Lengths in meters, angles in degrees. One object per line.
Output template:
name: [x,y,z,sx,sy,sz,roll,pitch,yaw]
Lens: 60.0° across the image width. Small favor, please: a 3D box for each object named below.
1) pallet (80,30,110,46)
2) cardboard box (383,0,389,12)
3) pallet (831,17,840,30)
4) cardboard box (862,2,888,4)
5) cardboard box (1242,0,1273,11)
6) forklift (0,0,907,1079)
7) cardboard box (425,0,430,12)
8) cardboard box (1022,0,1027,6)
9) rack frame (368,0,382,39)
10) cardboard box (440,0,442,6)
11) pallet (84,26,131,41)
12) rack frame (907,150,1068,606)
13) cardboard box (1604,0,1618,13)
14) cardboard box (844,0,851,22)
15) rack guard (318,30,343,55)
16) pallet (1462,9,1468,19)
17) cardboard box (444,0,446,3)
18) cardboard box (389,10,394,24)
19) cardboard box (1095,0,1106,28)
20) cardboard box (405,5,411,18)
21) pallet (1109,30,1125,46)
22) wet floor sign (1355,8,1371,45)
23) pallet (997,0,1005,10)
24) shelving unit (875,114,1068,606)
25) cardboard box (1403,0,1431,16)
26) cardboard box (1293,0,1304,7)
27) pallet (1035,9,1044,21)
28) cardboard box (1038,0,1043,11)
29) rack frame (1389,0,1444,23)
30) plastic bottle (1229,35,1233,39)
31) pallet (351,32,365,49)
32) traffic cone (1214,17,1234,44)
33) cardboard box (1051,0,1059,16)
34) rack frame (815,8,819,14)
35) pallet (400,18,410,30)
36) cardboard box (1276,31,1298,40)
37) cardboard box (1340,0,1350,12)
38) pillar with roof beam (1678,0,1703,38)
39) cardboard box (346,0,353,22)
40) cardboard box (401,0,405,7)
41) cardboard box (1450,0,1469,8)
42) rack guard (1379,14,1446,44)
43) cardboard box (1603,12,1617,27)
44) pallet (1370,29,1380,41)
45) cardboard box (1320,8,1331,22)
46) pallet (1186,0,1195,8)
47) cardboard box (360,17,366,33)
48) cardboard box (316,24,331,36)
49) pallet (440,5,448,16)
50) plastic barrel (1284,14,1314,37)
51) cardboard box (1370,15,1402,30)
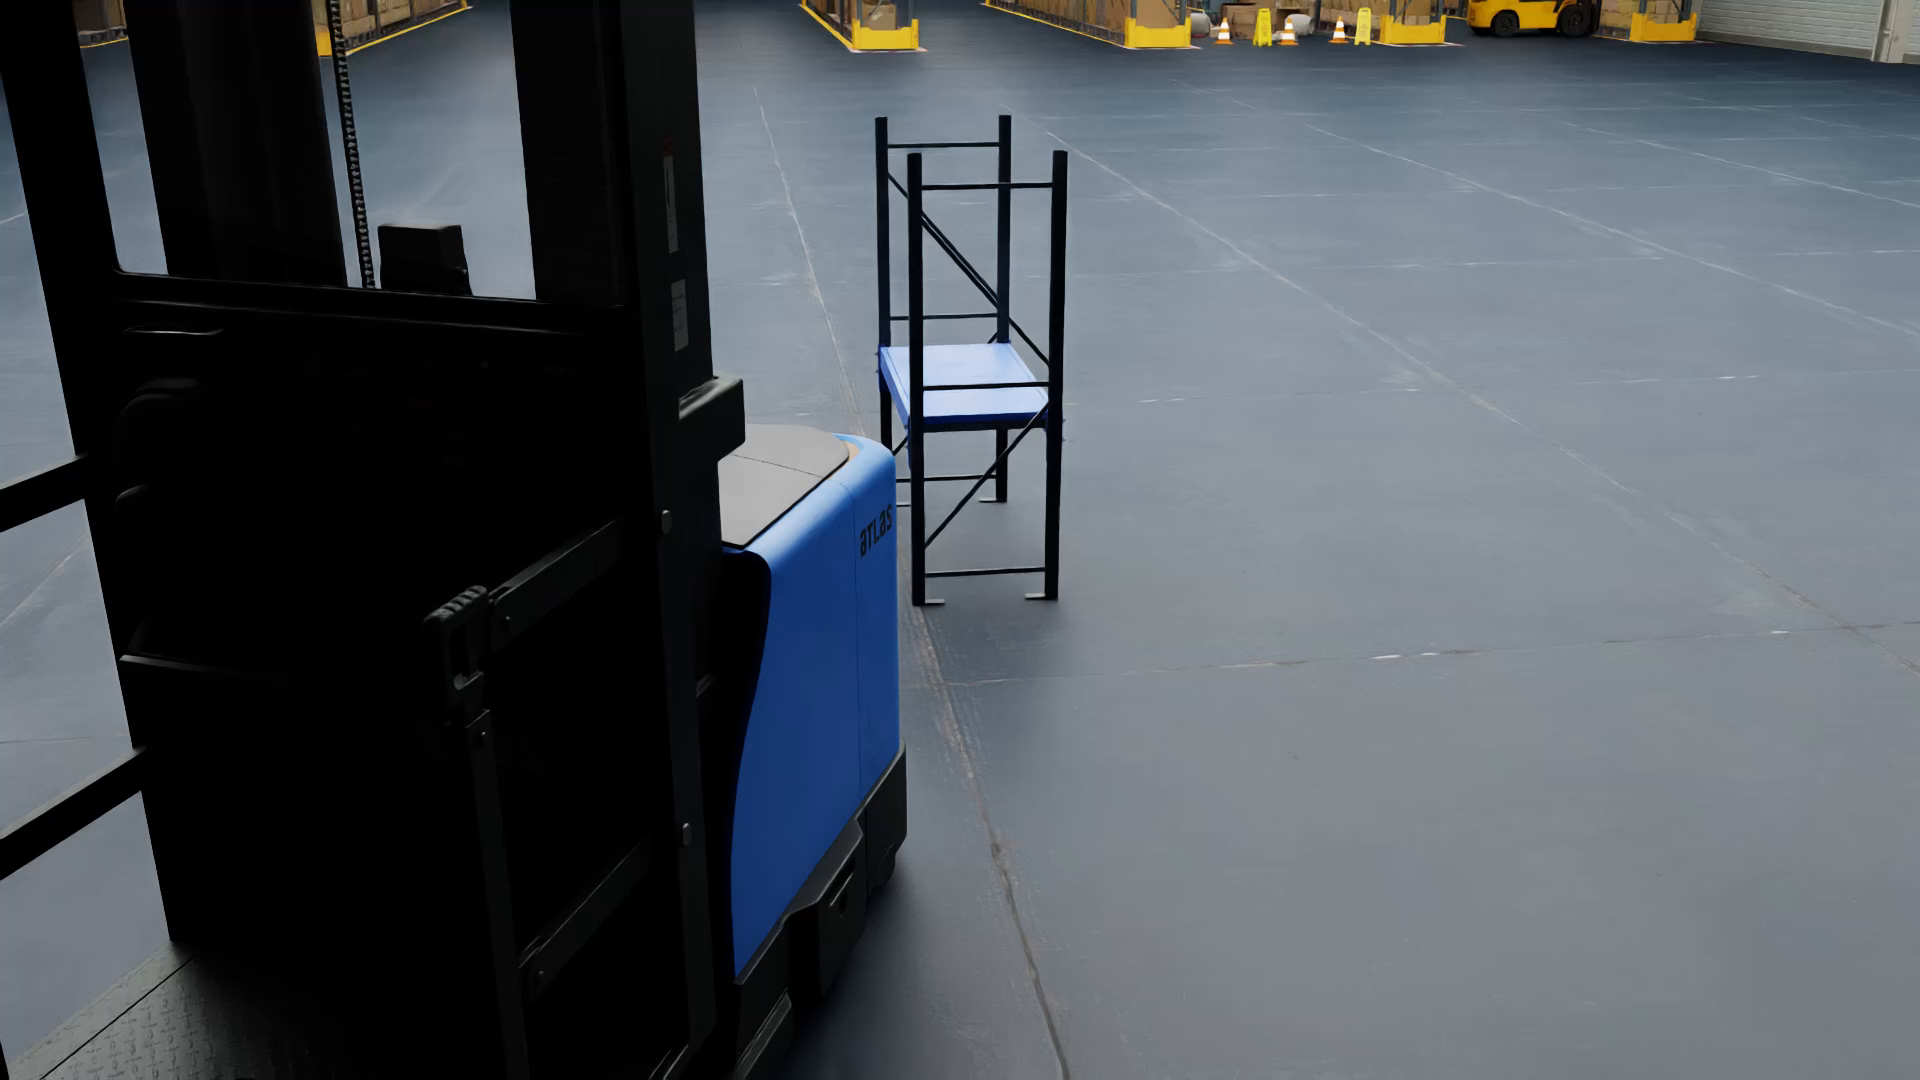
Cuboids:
pallet: [-16.481,-9.300,30.813,1.003,0.211,1.213,-3,21,-8]
cardboard box: [-11.591,-10.588,32.807,0.500,0.311,0.500,-3,21,-8]
pallet: [-2.200,-10.973,35.293,1.003,0.211,1.213,-3,21,-8]
cardboard box: [-1.596,-9.867,31.319,0.500,0.500,0.500,-1,21,-3]
cardboard box: [6.142,-11.169,34.325,0.500,0.500,0.500,-3,21,-8]
forklift: [-1.041,-0.156,2.445,1.130,2.935,3.031,6,21,16]
cardboard box: [-12.299,-12.215,37.578,0.500,0.500,0.500,-4,21,-10]
cardboard box: [1.784,-13.145,40.095,0.500,0.500,0.500,-2,21,-5]
rack frame: [-11.711,-11.088,31.616,1.000,3.000,0.127,-3,21,-8]
cardboard box: [-12.711,-12.960,39.843,0.500,0.311,0.500,-3,21,-8]
pallet: [-16.726,-9.800,32.153,1.003,0.211,1.213,-3,21,-8]
rack frame: [0.086,-0.497,5.403,0.500,1.500,0.032,-3,21,-8]
cardboard box: [12.946,-10.422,32.449,0.500,0.250,0.500,-3,21,-8]
cardboard box: [-1.975,-10.835,33.882,0.700,0.500,0.500,-5,21,-12]
rack guard: [-11.131,-8.523,28.323,1.175,0.500,0.348,-3,21,-8]
pallet: [12.314,-12.129,38.389,1.003,0.211,1.213,-3,21,-8]
cardboard box: [-13.140,-13.544,41.132,0.797,0.503,0.637,-3,21,-8]
cardboard box: [-11.674,-10.505,33.384,0.500,0.250,0.500,-4,21,-9]
cardboard box: [3.170,-10.469,32.397,0.875,0.875,0.875,-3,21,-7]
cardboard box: [-11.970,-11.211,35.276,0.500,0.250,0.500,-2,21,-6]
pallet: [3.399,-9.383,31.036,1.003,0.211,1.213,-3,21,-8]
wet floor sign: [7.444,-9.478,30.671,0.267,0.644,0.232,4,21,11]
pallet: [1.551,-13.919,43.181,1.003,0.211,1.213,-3,21,-8]
shelving unit: [0.012,-0.673,5.875,0.538,1.500,1.048,-3,21,-8]
cardboard box: [8.629,-10.262,31.663,0.500,0.500,0.500,-4,21,-10]
cardboard box: [7.714,-11.482,35.826,0.950,0.372,0.625,-2,21,-4]
pallet: [2.327,-12.150,38.446,1.003,0.211,1.213,-3,21,-8]
cardboard box: [2.085,-12.427,38.173,0.500,0.500,0.500,-3,21,-8]
rack frame: [8.476,-10.701,30.580,1.000,3.000,0.127,-3,21,-8]
plastic bottle: [5.170,-9.769,32.284,0.133,0.061,0.283,-11,23,-26]
pallet: [-11.459,-9.081,30.227,1.003,0.211,1.213,-3,21,-8]
traffic cone: [4.920,-9.483,30.946,0.336,0.463,0.334,-3,21,-8]
cardboard box: [2.567,-11.811,36.167,1.050,0.750,0.750,-3,21,-7]
rack frame: [-3.061,-14.356,40.366,1.000,3.000,0.127,-3,21,-8]
pallet: [-12.207,-10.879,35.043,1.003,0.211,1.213,-3,21,-8]
cardboard box: [6.288,-9.717,32.020,0.380,0.149,0.250,8,22,20]
cardboard box: [7.879,-10.764,33.006,0.500,0.500,0.500,-2,21,-5]
pillar with roof beam: [9.918,-13.832,30.390,9.100,9.000,0.400,-3,21,-8]
cardboard box: [-11.150,-9.505,29.636,0.500,0.500,0.500,-3,21,-8]
cardboard box: [-11.887,-11.295,34.700,0.500,0.311,0.500,-3,21,-9]
cardboard box: [11.960,-12.884,39.397,0.500,0.500,0.500,-2,21,-6]
rack guard: [8.465,-9.556,31.088,1.175,0.500,0.348,-3,21,-8]
cardboard box: [12.944,-10.181,32.517,0.500,0.250,0.500,-3,21,-8]
pallet: [8.383,-9.704,31.896,1.003,0.211,1.213,-3,21,-8]
cardboard box: [7.717,-10.777,34.112,0.500,0.250,0.500,-4,21,-10]
pallet: [6.534,-14.240,44.041,1.003,0.211,1.213,-3,21,-8]
cardboard box: [-11.279,-9.501,30.696,0.500,0.250,0.500,-3,21,-8]
cardboard box: [-10.991,-8.808,28.842,0.500,0.250,0.500,-3,21,-8]
pallet: [-12.962,-12.789,40.156,1.003,0.211,1.213,-3,21,-8]
plastic barrel: [6.680,-10.133,32.741,0.512,0.421,0.421,12,24,30]
cardboard box: [8.089,-9.884,31.723,0.500,0.250,0.500,-3,21,-8]
